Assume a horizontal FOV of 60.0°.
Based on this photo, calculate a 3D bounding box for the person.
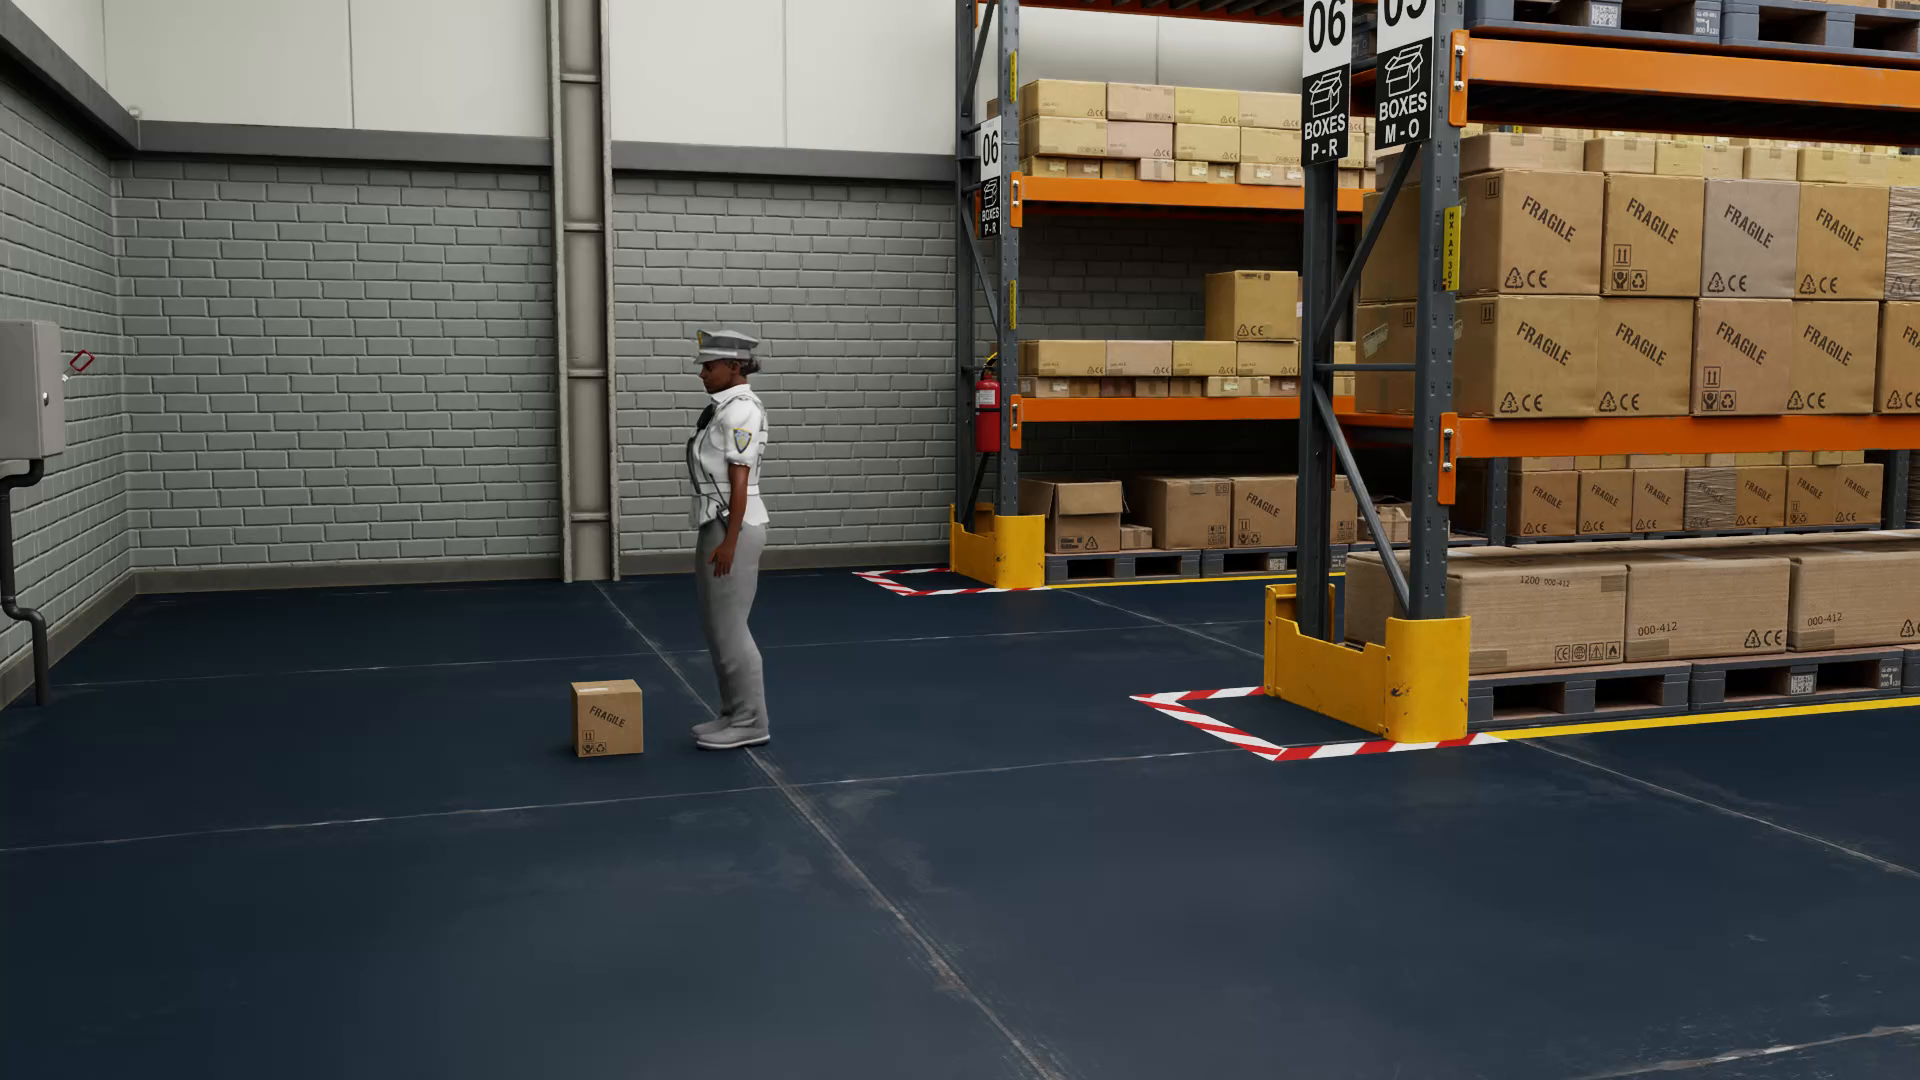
[{"bbox_3d":[-0.935,-0.001,6.660,0.341,1.669,0.438,-2,6,-17],"label":"person"}]
